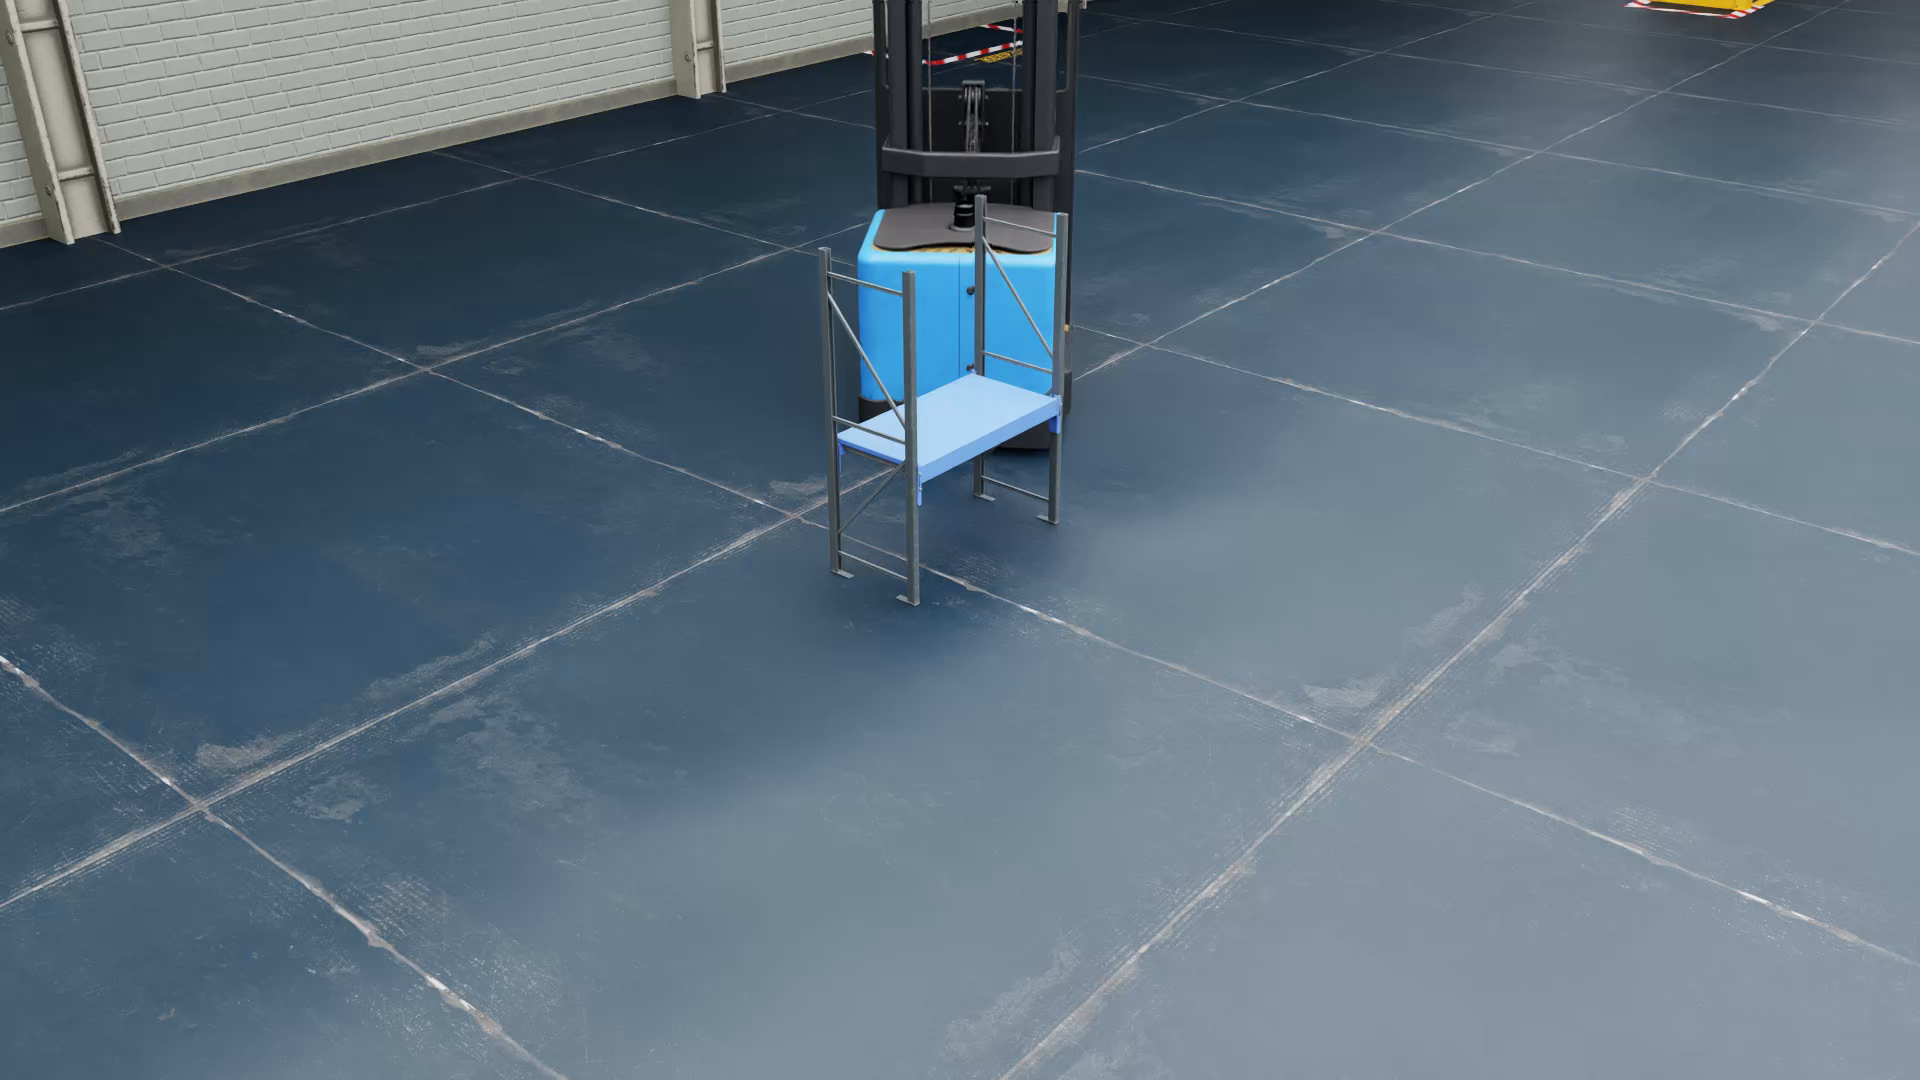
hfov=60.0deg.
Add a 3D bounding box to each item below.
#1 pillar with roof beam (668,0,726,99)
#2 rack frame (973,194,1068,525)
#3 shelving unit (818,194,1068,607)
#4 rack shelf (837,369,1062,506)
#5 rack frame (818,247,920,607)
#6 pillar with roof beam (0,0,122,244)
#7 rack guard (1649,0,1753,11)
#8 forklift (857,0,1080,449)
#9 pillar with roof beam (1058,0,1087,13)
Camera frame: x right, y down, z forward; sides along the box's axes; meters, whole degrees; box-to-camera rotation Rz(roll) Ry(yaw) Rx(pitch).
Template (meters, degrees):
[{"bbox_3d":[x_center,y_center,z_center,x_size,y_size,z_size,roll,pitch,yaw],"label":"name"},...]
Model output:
[{"bbox_3d":[0.807,-7.078,11.639,9.100,9.000,0.400,21,34,34],"label":"pillar with roof beam"},{"bbox_3d":[0.269,-0.816,7.695,0.500,1.500,0.032,21,34,34],"label":"rack frame"},{"bbox_3d":[-0.054,-0.636,7.347,0.538,1.500,1.048,21,34,34],"label":"shelving unit"},{"bbox_3d":[-0.054,-0.476,7.430,0.538,0.185,1.000,21,34,34],"label":"rack shelf"},{"bbox_3d":[-0.378,-0.456,6.999,0.500,1.500,0.032,21,34,34],"label":"rack frame"},{"bbox_3d":[-3.009,-4.951,7.527,9.100,9.000,0.400,21,34,34],"label":"pillar with roof beam"},{"bbox_3d":[9.150,-6.860,20.467,1.175,0.500,0.348,21,34,34],"label":"rack guard"},{"bbox_3d":[0.105,-2.410,9.219,1.130,2.935,3.031,2,27,4],"label":"forklift"},{"bbox_3d":[4.623,-9.206,15.751,9.100,9.000,0.400,21,34,34],"label":"pillar with roof beam"}]
